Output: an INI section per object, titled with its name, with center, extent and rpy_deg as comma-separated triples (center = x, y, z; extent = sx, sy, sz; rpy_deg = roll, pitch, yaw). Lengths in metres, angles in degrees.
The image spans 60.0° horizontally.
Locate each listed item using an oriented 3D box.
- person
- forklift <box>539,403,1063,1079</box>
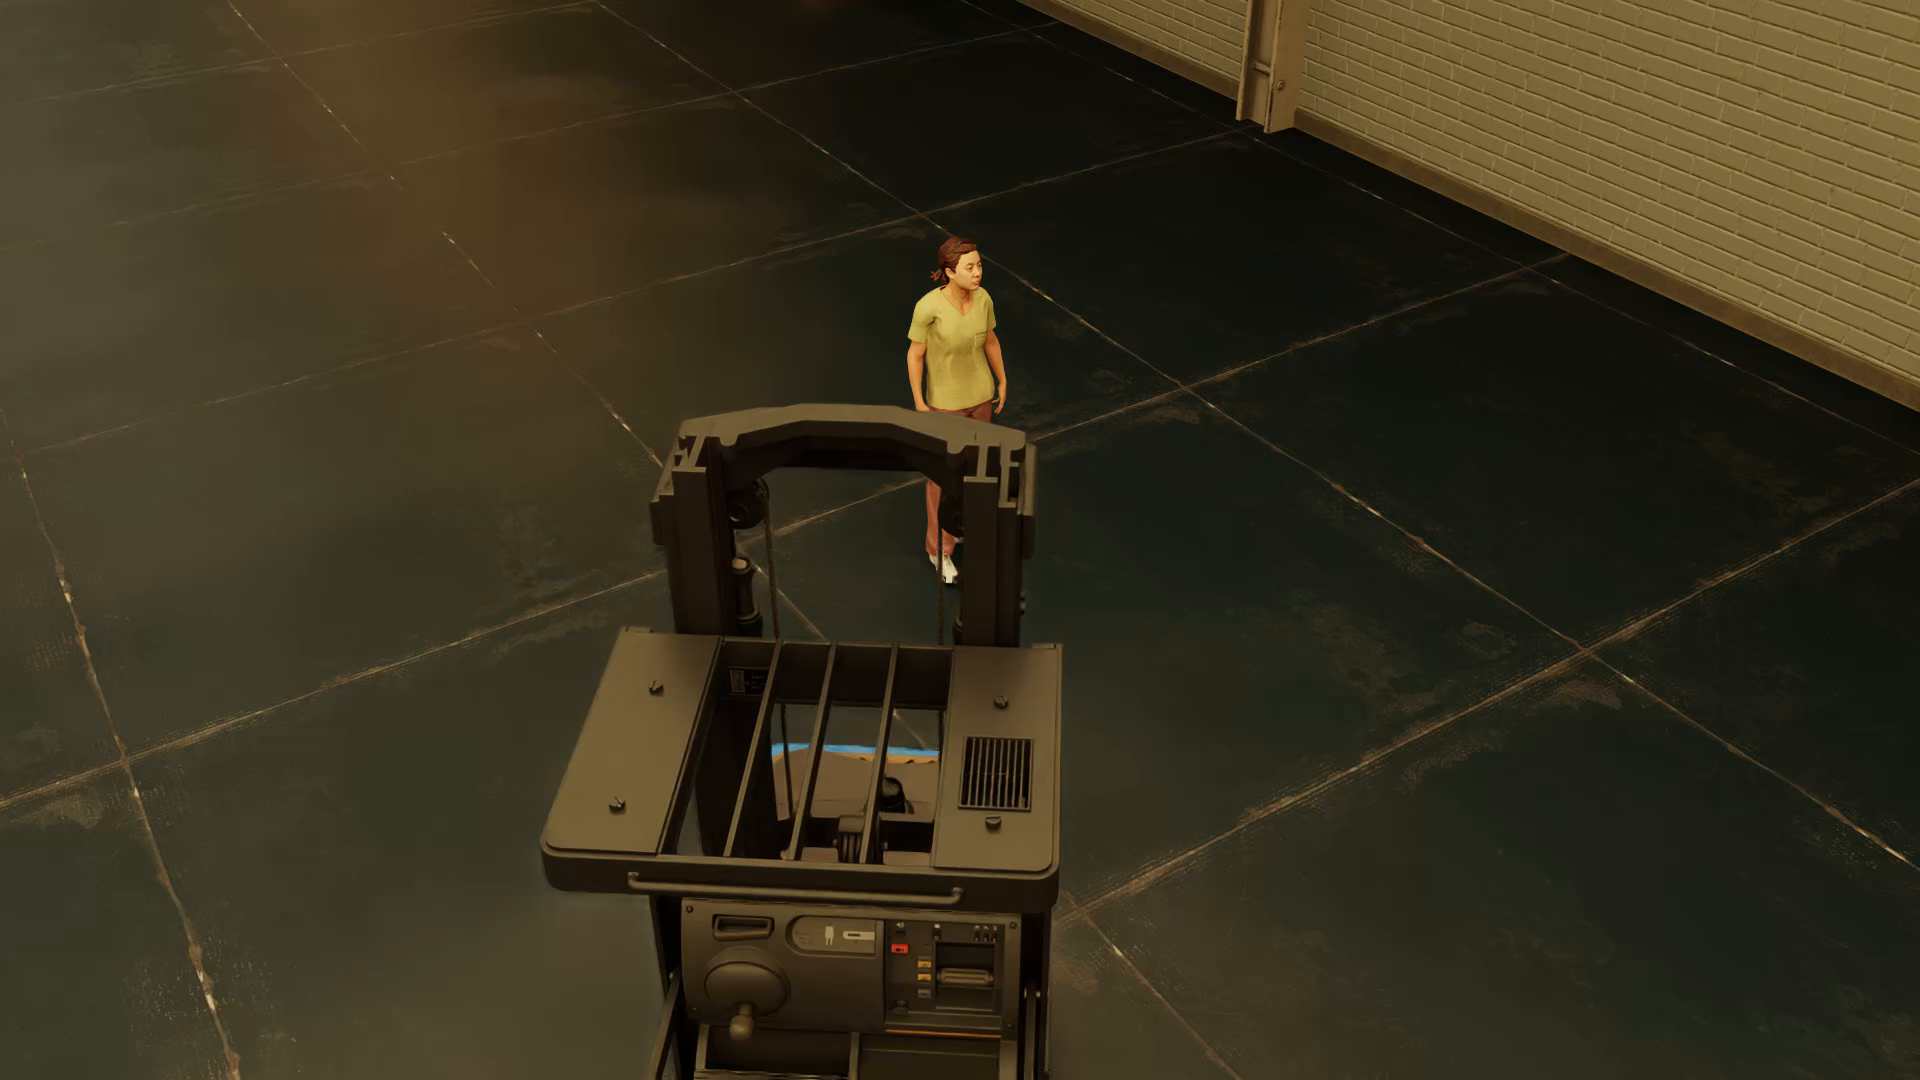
[person]
center = 0.030, -0.653, 8.155
extent = 0.553, 1.675, 0.549
rpy_deg = -21, 40, -27
[forklift]
center = -0.310, 1.245, 4.376
extent = 1.130, 2.935, 3.031
rpy_deg = 2, 35, 3
